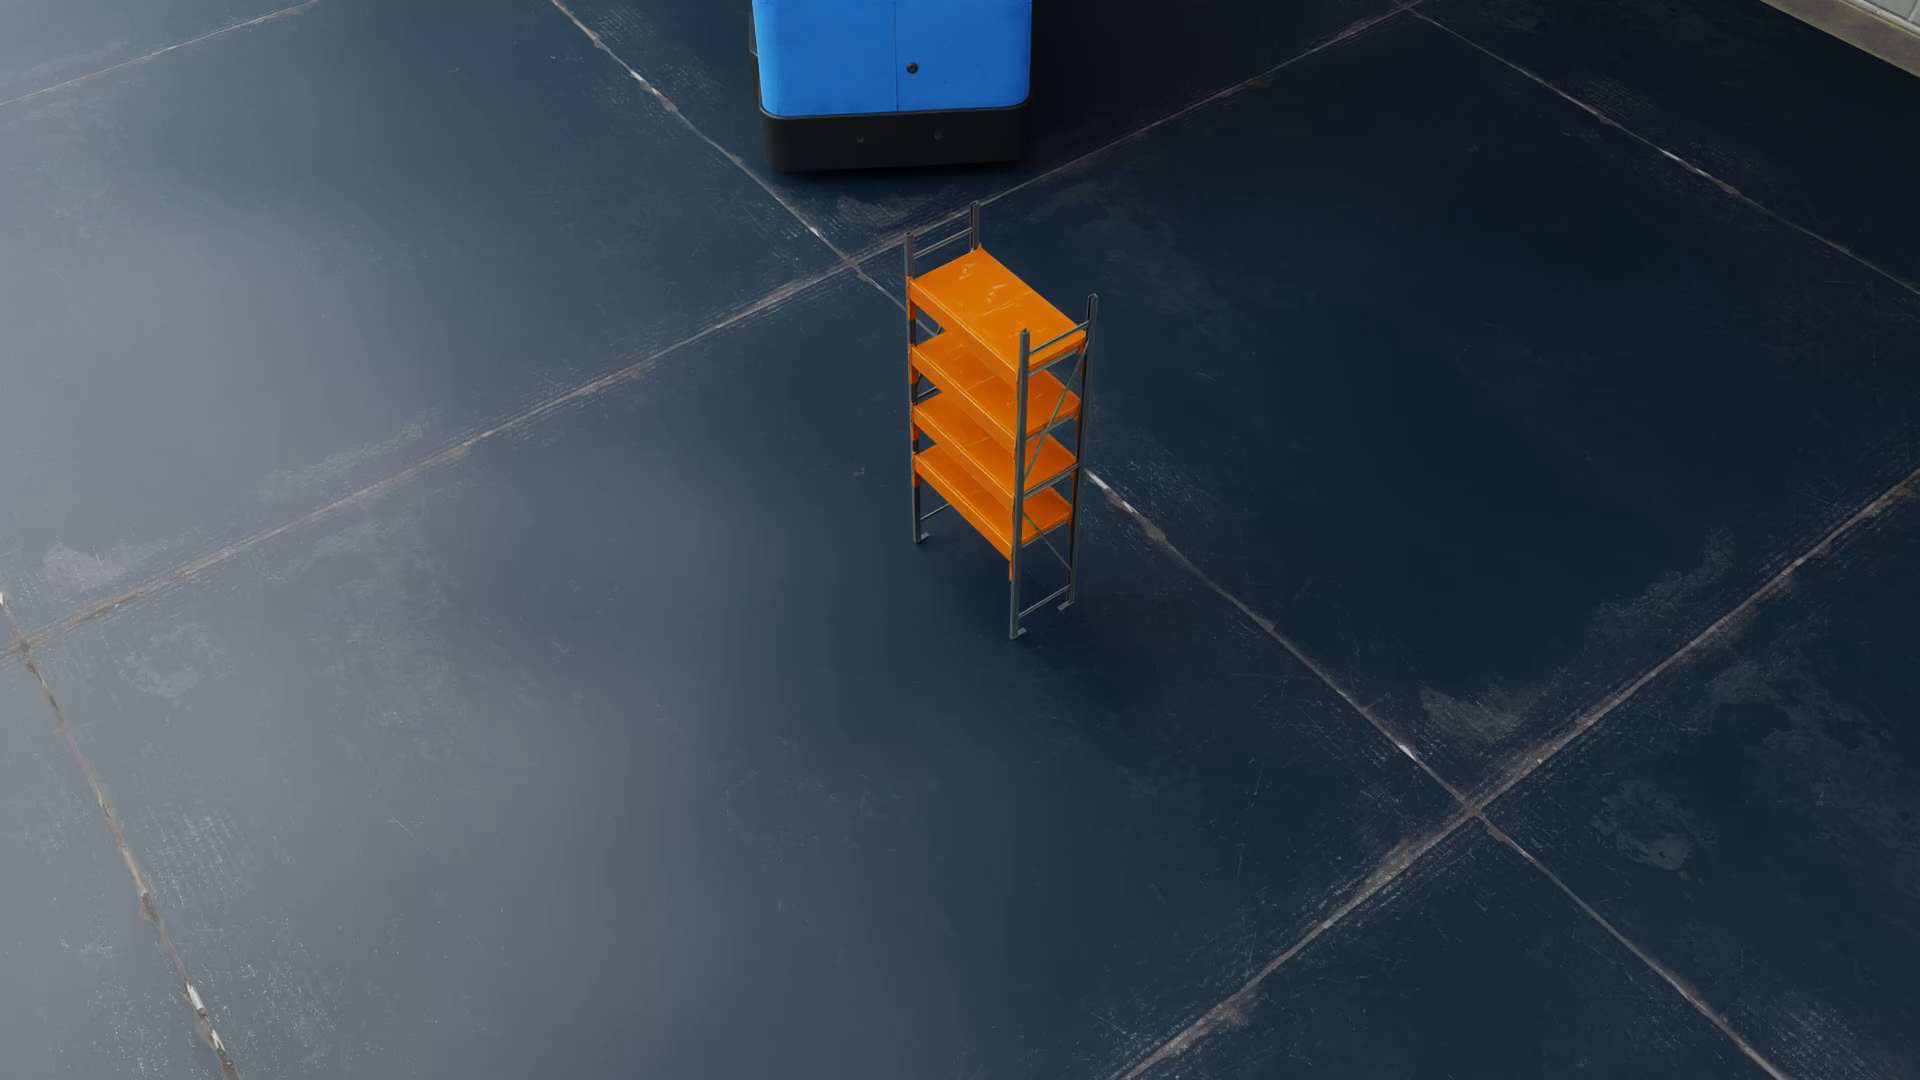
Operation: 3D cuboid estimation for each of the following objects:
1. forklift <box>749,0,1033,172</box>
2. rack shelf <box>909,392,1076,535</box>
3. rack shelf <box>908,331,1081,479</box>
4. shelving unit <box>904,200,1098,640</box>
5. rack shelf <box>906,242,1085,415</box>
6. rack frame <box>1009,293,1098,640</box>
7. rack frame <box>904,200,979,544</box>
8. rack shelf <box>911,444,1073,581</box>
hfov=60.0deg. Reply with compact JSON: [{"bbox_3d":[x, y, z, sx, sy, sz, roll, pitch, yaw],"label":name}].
[{"bbox_3d":[-0.356,-3.506,6.450,1.130,2.935,3.031,-3,48,-3],"label":"forklift"},{"bbox_3d":[0.100,-0.260,4.767,0.258,0.148,0.480,-29,54,-24],"label":"rack shelf"},{"bbox_3d":[0.100,-0.410,4.601,0.258,0.148,0.480,-29,54,-24],"label":"rack shelf"},{"bbox_3d":[0.100,-0.305,4.717,0.258,1.200,0.503,-29,54,-24],"label":"shelving unit"},{"bbox_3d":[0.100,-0.569,4.426,0.258,0.148,0.480,-29,54,-24],"label":"rack shelf"},{"bbox_3d":[0.248,-0.162,4.587,0.240,1.200,0.015,-29,54,-24],"label":"rack frame"},{"bbox_3d":[-0.048,-0.449,4.847,0.240,1.200,0.015,-29,54,-24],"label":"rack frame"},{"bbox_3d":[0.100,-0.127,4.914,0.258,0.148,0.480,-29,54,-24],"label":"rack shelf"}]
